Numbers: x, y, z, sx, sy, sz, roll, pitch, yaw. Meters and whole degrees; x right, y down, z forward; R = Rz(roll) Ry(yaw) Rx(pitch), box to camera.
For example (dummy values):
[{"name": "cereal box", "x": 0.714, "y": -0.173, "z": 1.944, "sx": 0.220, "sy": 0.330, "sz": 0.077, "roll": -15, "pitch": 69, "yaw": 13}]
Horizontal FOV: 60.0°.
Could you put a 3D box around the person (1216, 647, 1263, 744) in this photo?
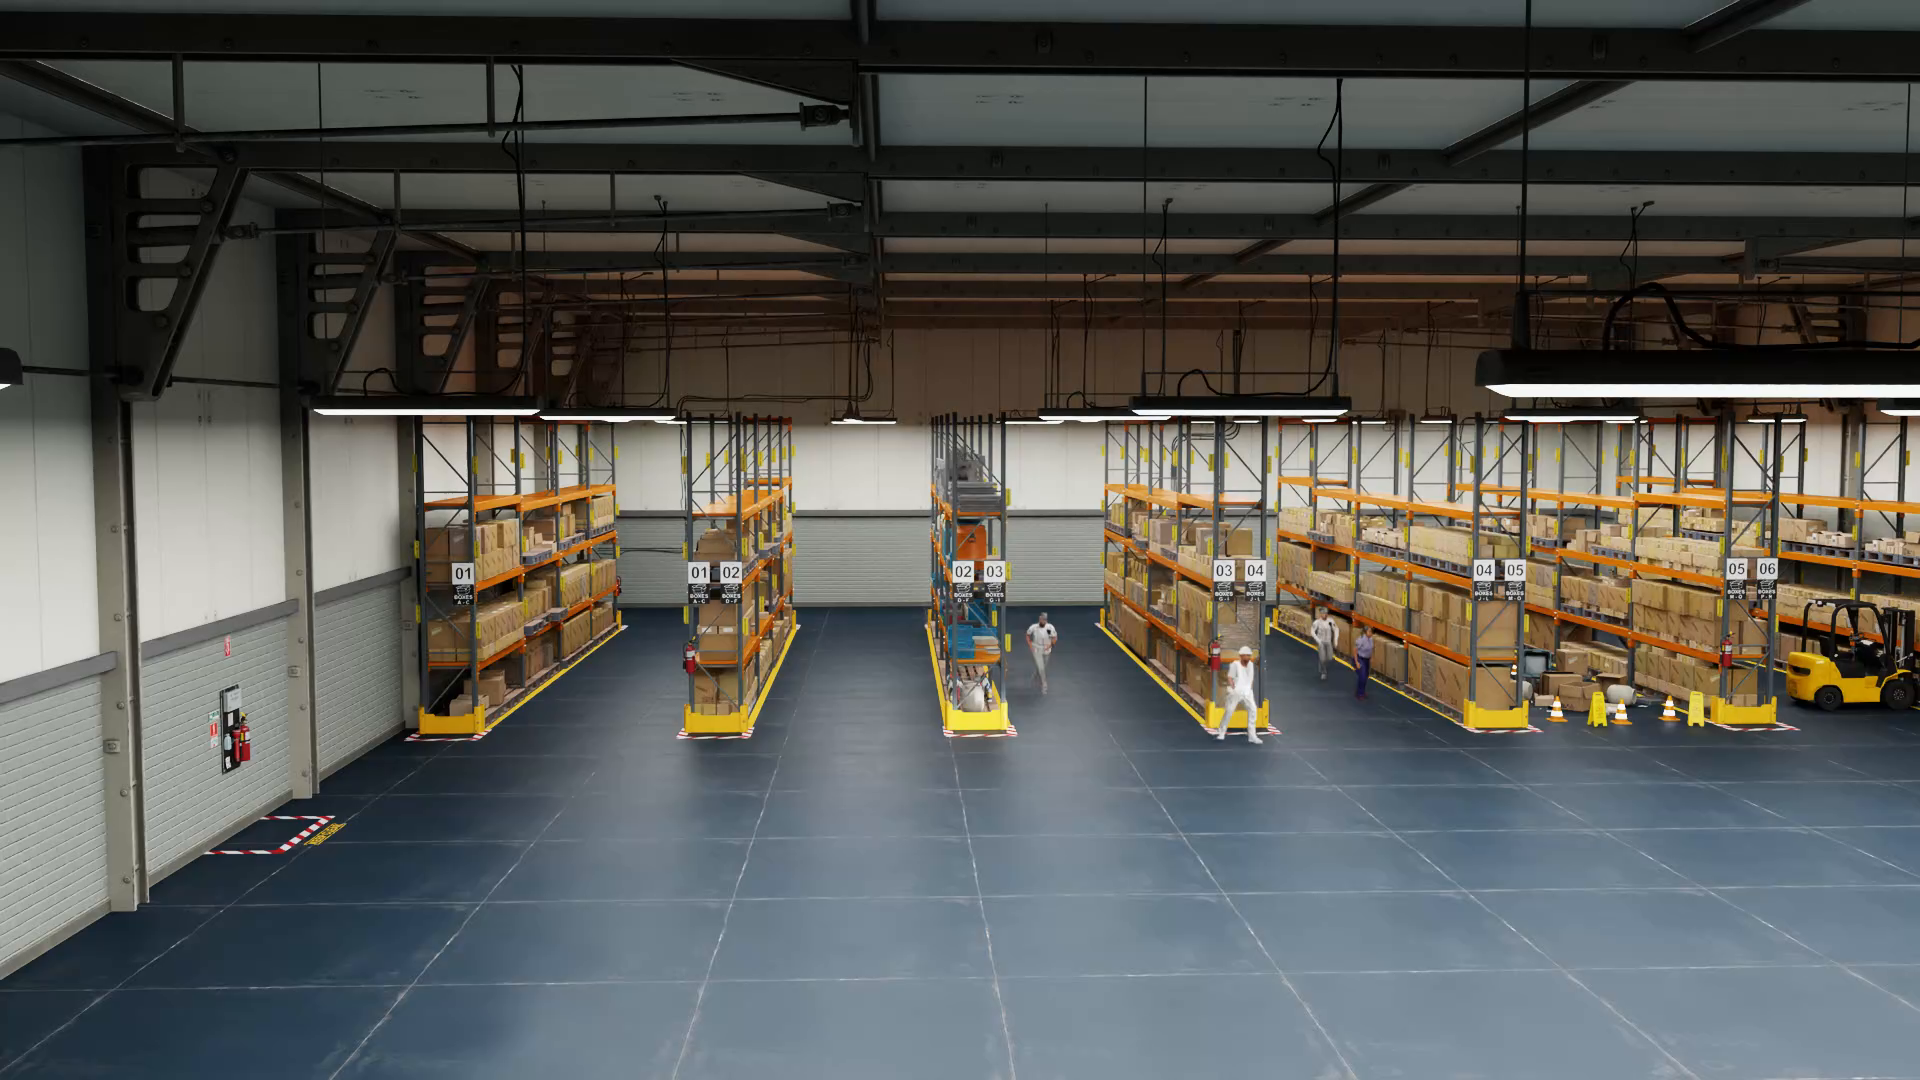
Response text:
[{"name": "person", "x": 5.086, "y": 2.778, "z": 30.063, "sx": 0.692, "sy": 1.730, "sz": 0.843, "roll": -2, "pitch": 4, "yaw": -28}]

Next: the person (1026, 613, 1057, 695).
[{"name": "person", "x": 1.745, "y": 2.419, "z": 35.964, "sx": 0.635, "sy": 1.760, "sz": 0.826, "roll": -1, "pitch": 4, "yaw": -15}]

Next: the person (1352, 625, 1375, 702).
[{"name": "person", "x": 8.464, "y": 2.578, "z": 34.954, "sx": 0.692, "sy": 1.610, "sz": 0.592, "roll": -3, "pitch": 5, "yaw": -40}]

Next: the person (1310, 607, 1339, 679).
[{"name": "person", "x": 8.288, "y": 2.335, "z": 37.837, "sx": 0.651, "sy": 1.644, "sz": 0.525, "roll": 0, "pitch": 4, "yaw": -4}]

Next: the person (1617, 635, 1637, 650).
[{"name": "person", "x": 16.970, "y": 2.110, "z": 42.474, "sx": 0.599, "sy": 1.478, "sz": 0.776, "roll": -2, "pitch": 4, "yaw": -29}]
